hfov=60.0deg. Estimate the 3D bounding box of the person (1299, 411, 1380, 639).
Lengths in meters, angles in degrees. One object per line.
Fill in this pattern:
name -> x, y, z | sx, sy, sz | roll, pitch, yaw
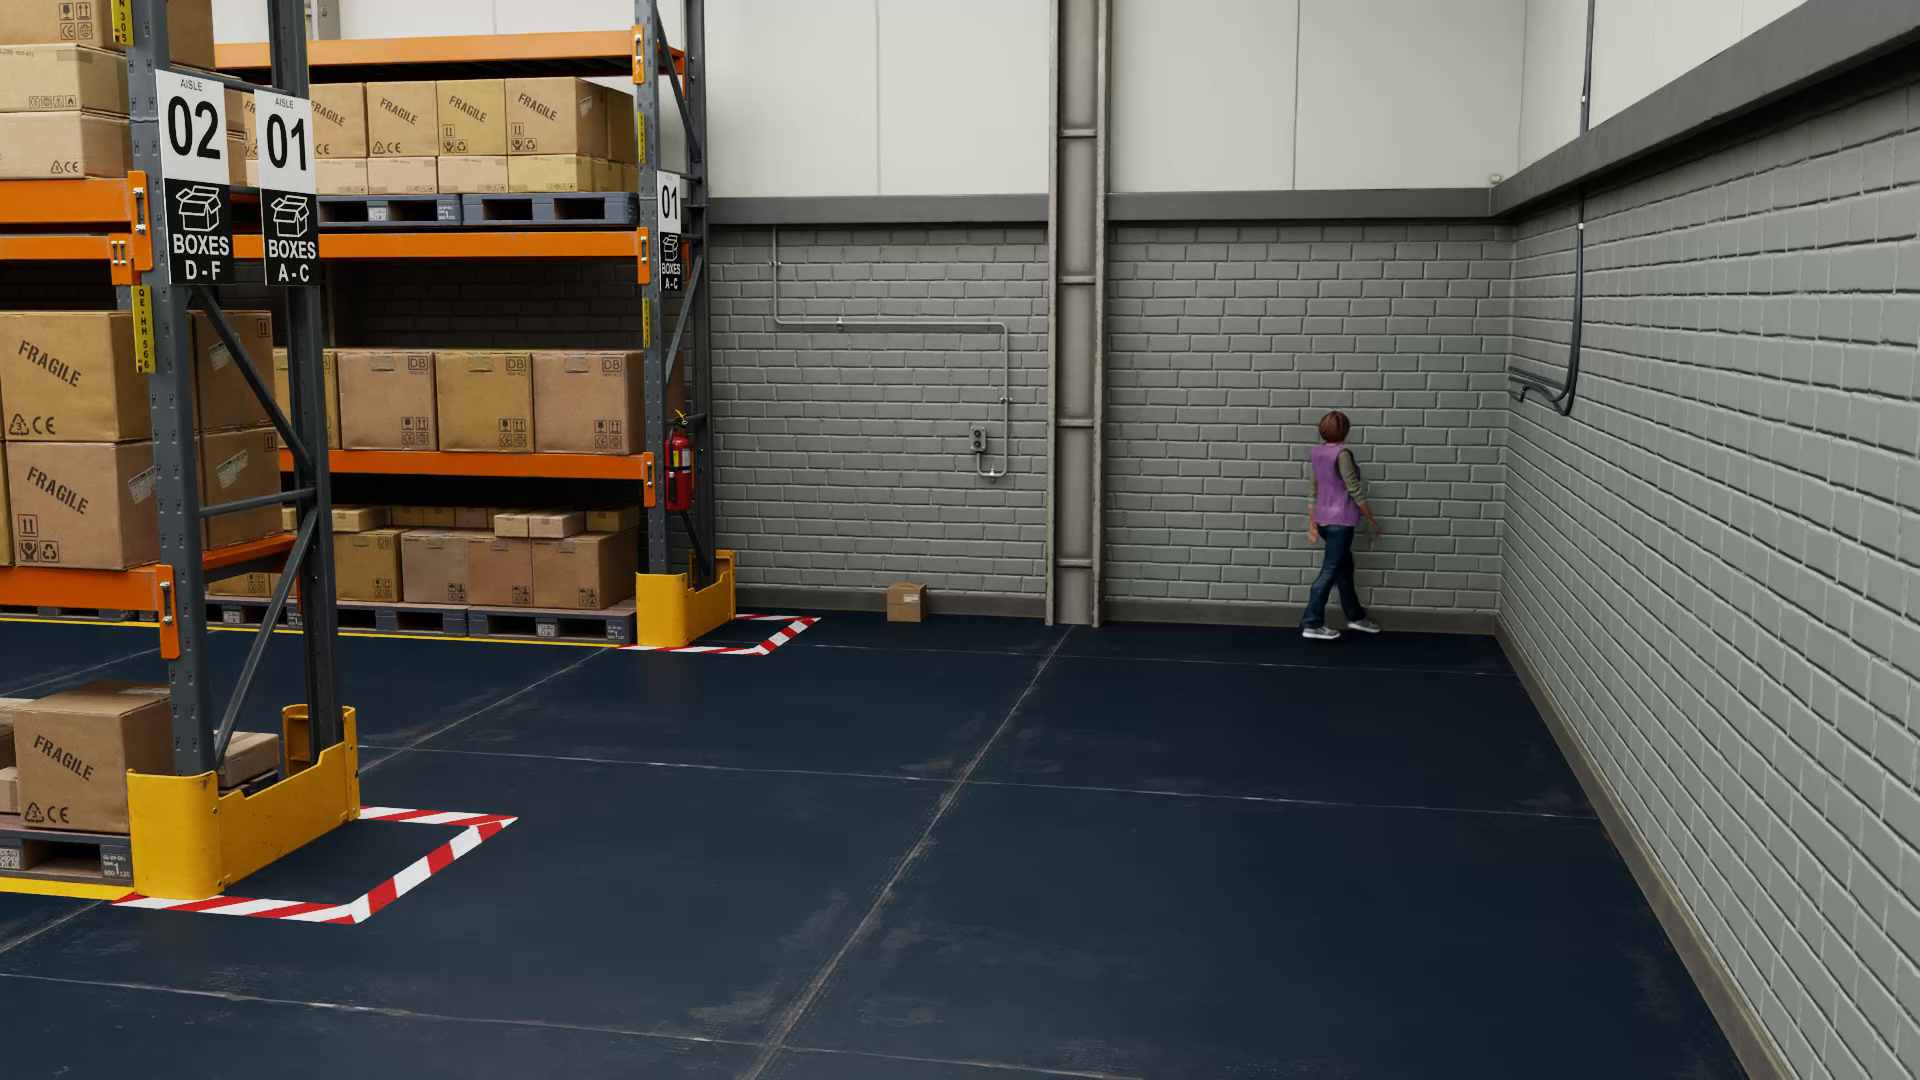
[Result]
person -> 2.680, -0.101, 11.512 | 0.730, 1.592, 0.419 | -3, 9, -17
